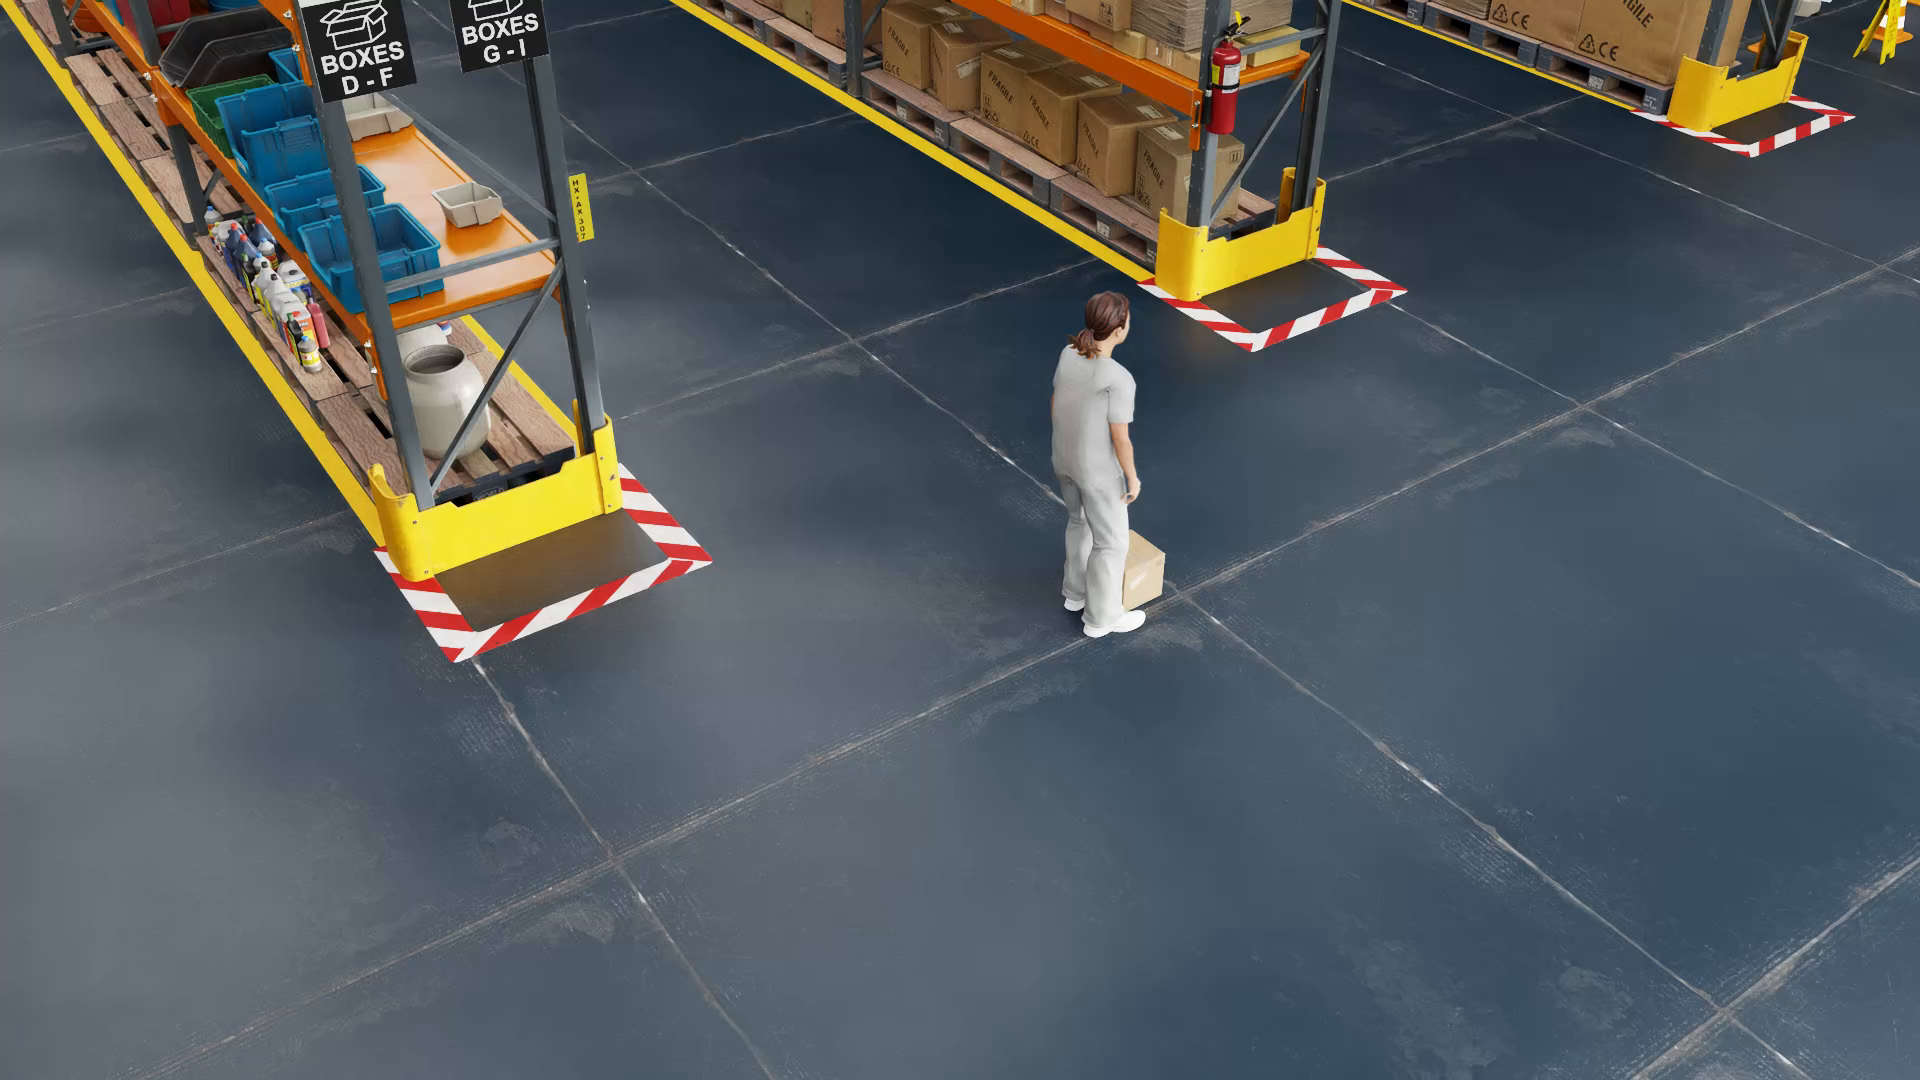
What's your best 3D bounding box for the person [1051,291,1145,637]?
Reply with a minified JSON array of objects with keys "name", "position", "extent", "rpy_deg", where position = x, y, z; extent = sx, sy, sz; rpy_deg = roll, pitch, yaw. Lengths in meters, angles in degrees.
[{"name":"person","position":[0.625,-0.346,7.470],"extent":[0.407,1.673,0.511],"rpy_deg":[-25,43,-29]}]
